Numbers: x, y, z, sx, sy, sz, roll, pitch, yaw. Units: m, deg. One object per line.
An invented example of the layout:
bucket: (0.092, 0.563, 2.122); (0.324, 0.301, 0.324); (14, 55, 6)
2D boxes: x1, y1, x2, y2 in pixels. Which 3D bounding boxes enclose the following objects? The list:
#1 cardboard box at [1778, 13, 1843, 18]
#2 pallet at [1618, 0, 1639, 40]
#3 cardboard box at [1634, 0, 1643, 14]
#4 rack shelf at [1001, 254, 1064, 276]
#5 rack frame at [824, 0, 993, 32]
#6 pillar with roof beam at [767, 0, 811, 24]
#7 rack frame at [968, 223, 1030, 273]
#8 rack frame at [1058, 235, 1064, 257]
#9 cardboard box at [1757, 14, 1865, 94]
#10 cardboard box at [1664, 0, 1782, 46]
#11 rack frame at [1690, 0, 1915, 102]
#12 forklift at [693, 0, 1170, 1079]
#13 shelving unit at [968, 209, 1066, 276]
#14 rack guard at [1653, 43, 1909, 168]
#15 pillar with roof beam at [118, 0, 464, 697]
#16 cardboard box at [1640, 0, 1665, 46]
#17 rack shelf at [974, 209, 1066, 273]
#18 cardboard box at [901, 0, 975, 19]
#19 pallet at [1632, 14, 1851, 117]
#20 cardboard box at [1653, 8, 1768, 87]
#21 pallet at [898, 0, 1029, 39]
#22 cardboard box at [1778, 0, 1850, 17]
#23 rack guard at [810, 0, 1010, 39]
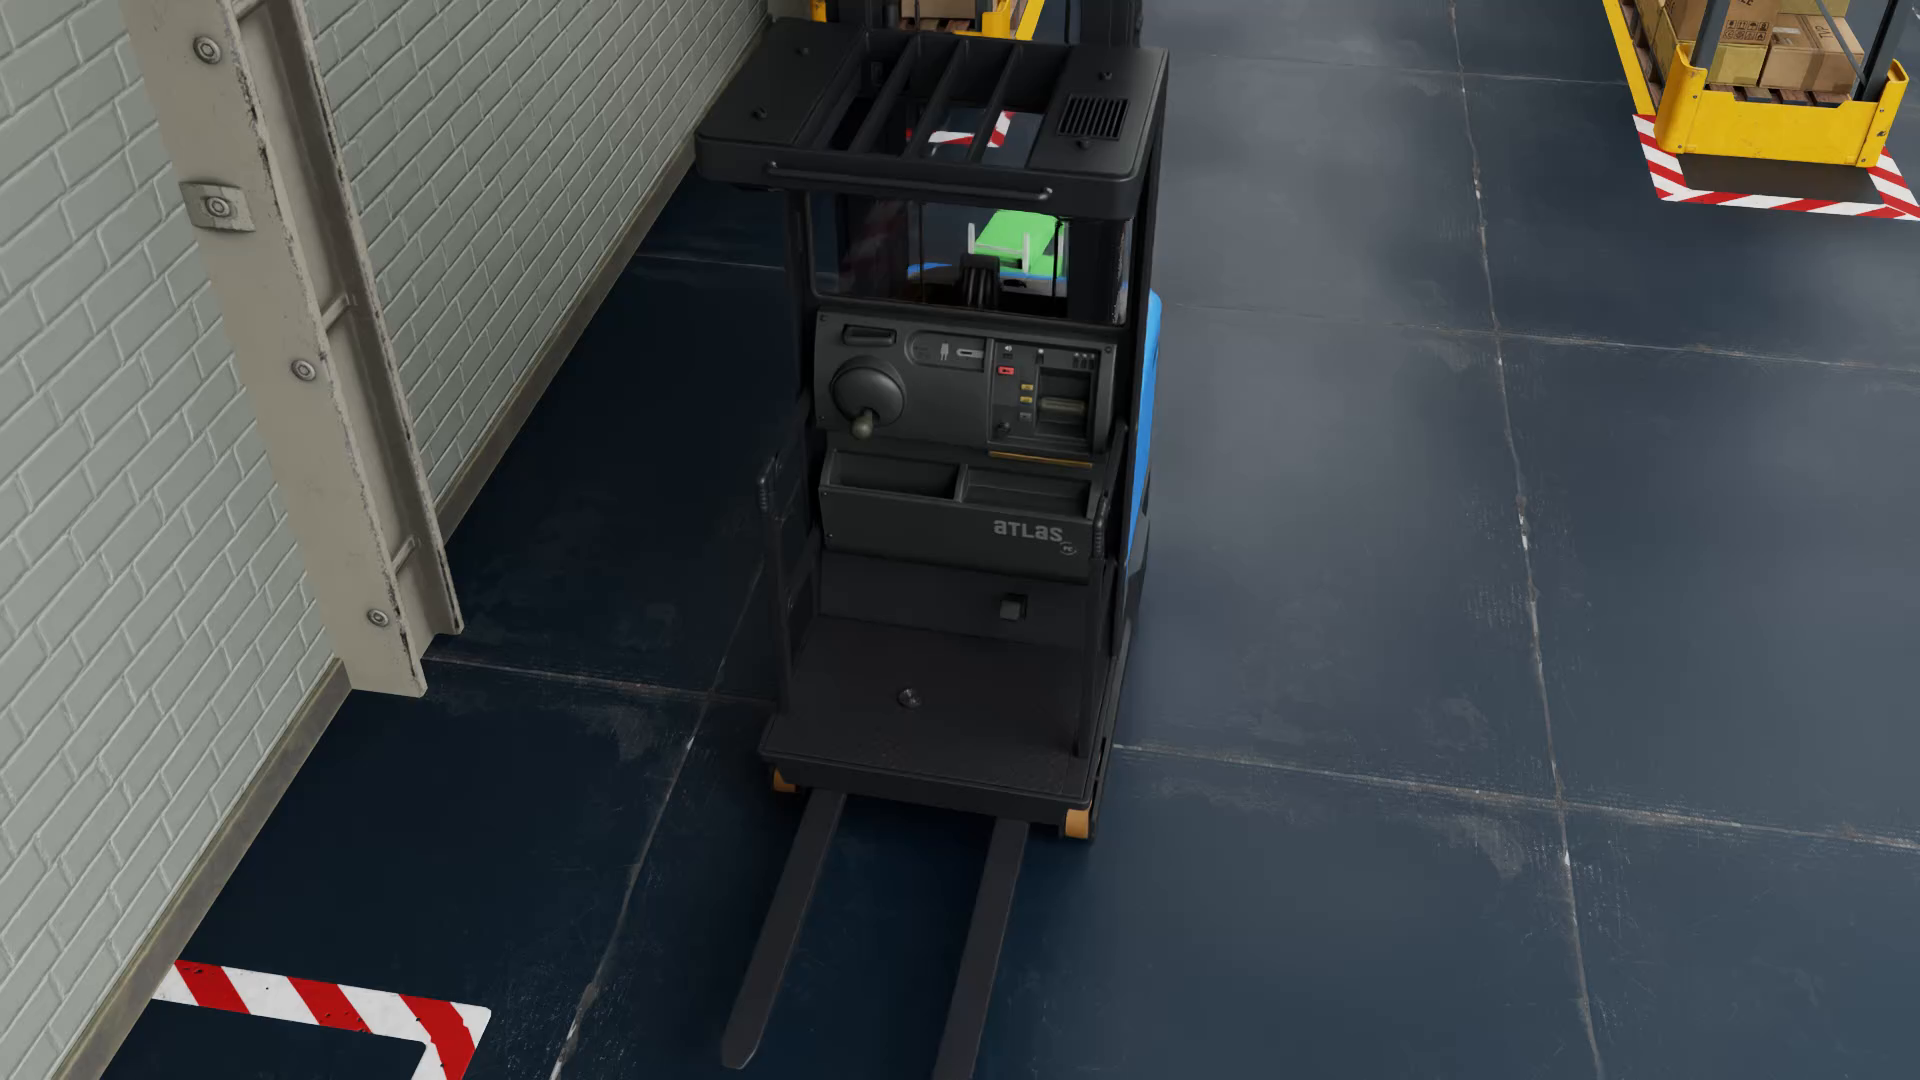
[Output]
cardboard box: (4.966, -3.139, 10.021); (0.500, 0.250, 0.500); (6, 40, 8)
pallet: (4.875, -3.584, 10.919); (1.003, 0.211, 1.213); (6, 40, 8)
cardboard box: (4.532, -3.511, 10.471); (0.500, 0.250, 0.500); (6, 40, 8)
rack shelf: (0.227, -0.998, 6.738); (0.258, 0.148, 0.480); (13, 41, 15)
rack frame: (-0.309, -3.955, 9.179); (1.000, 3.000, 0.127); (6, 40, 8)
pillar with roof beam: (3.200, -6.327, 7.340); (9.100, 9.000, 0.400); (6, 40, 8)
rack frame: (0.147, -0.715, 6.674); (0.240, 1.200, 0.015); (13, 41, 15)
rack frame: (0.308, -1.011, 7.027); (0.240, 1.200, 0.015); (13, 41, 15)
cardboard box: (4.883, -2.825, 9.641); (0.500, 0.250, 0.500); (6, 40, 8)
cardboard box: (4.371, -3.171, 9.472); (0.500, 0.500, 0.500); (6, 40, 8)
rack frame: (4.571, -3.411, 8.521); (1.000, 3.000, 0.127); (6, 40, 8)
forklift: (-0.033, -0.396, 4.928); (1.130, 2.935, 3.031); (7, 40, 9)
shelving unit: (0.228, -0.863, 6.850); (0.258, 1.200, 0.503); (13, 41, 15)
rack guard: (4.567, -2.432, 9.300); (1.175, 0.500, 0.348); (6, 40, 8)
pillar with roof beam: (2.162, -2.561, 2.786); (9.100, 9.000, 0.400); (6, 40, 8)
cardboard box: (4.447, -3.197, 10.091); (0.500, 0.250, 0.500); (6, 40, 8)
rack shelf: (0.227, -1.183, 6.584); (0.258, 0.148, 0.480); (13, 41, 15)
cardboard box: (-0.100, -3.512, 10.409); (0.500, 0.311, 0.500); (2, 40, 3)
pallet: (4.662, -2.821, 9.996); (1.003, 0.211, 1.213); (6, 40, 8)
cardboard box: (4.373, -2.882, 9.710); (0.500, 0.250, 0.500); (6, 40, 8)
pallet: (-0.120, -3.434, 10.737); (1.003, 0.211, 1.213); (6, 40, 8)
cardboard box: (4.967, -3.428, 9.782); (0.500, 0.500, 0.500); (6, 40, 8)
rack guard: (-0.296, -3.039, 10.033); (1.175, 0.500, 0.348); (6, 40, 8)
